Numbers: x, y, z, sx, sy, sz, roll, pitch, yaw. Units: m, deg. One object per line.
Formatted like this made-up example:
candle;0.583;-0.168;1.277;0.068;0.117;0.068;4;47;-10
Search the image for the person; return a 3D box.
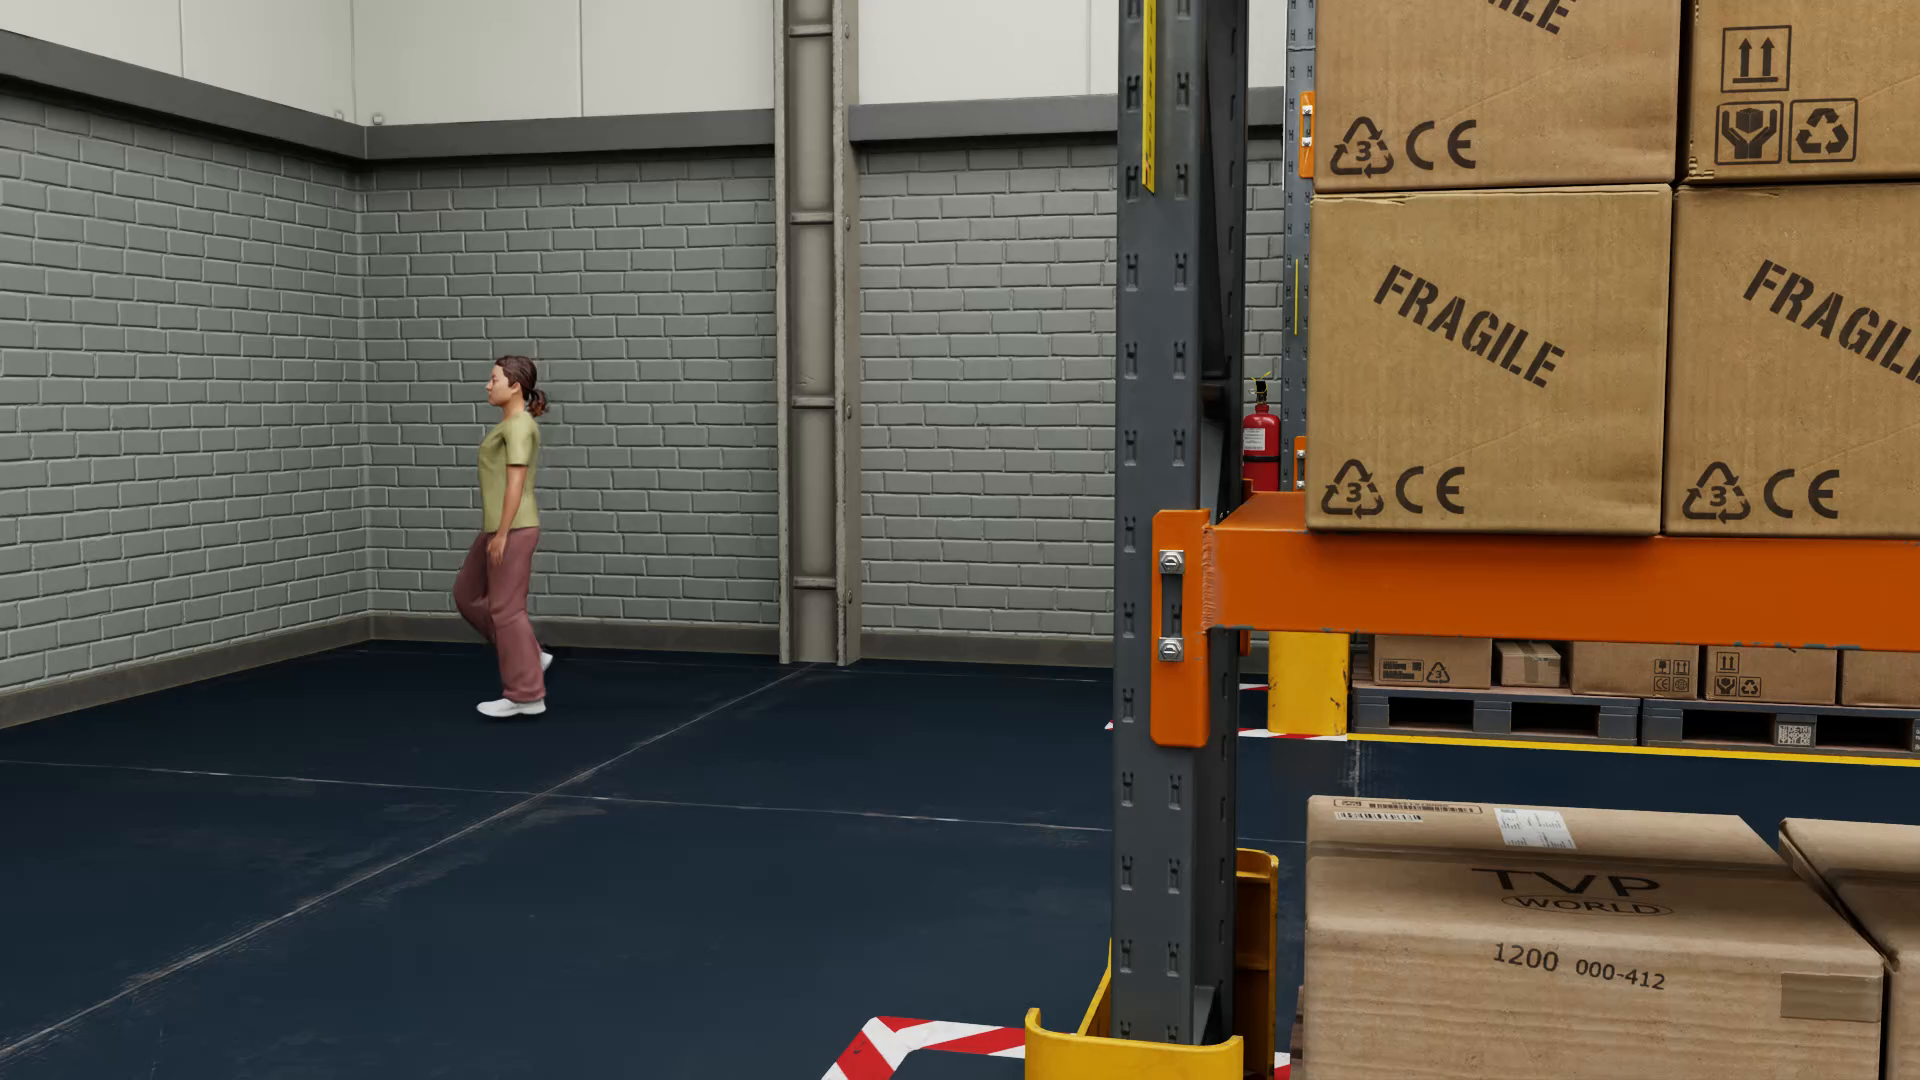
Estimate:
person;-2.119;-0.019;7.693;0.460;1.664;0.462;-1;5;-15
